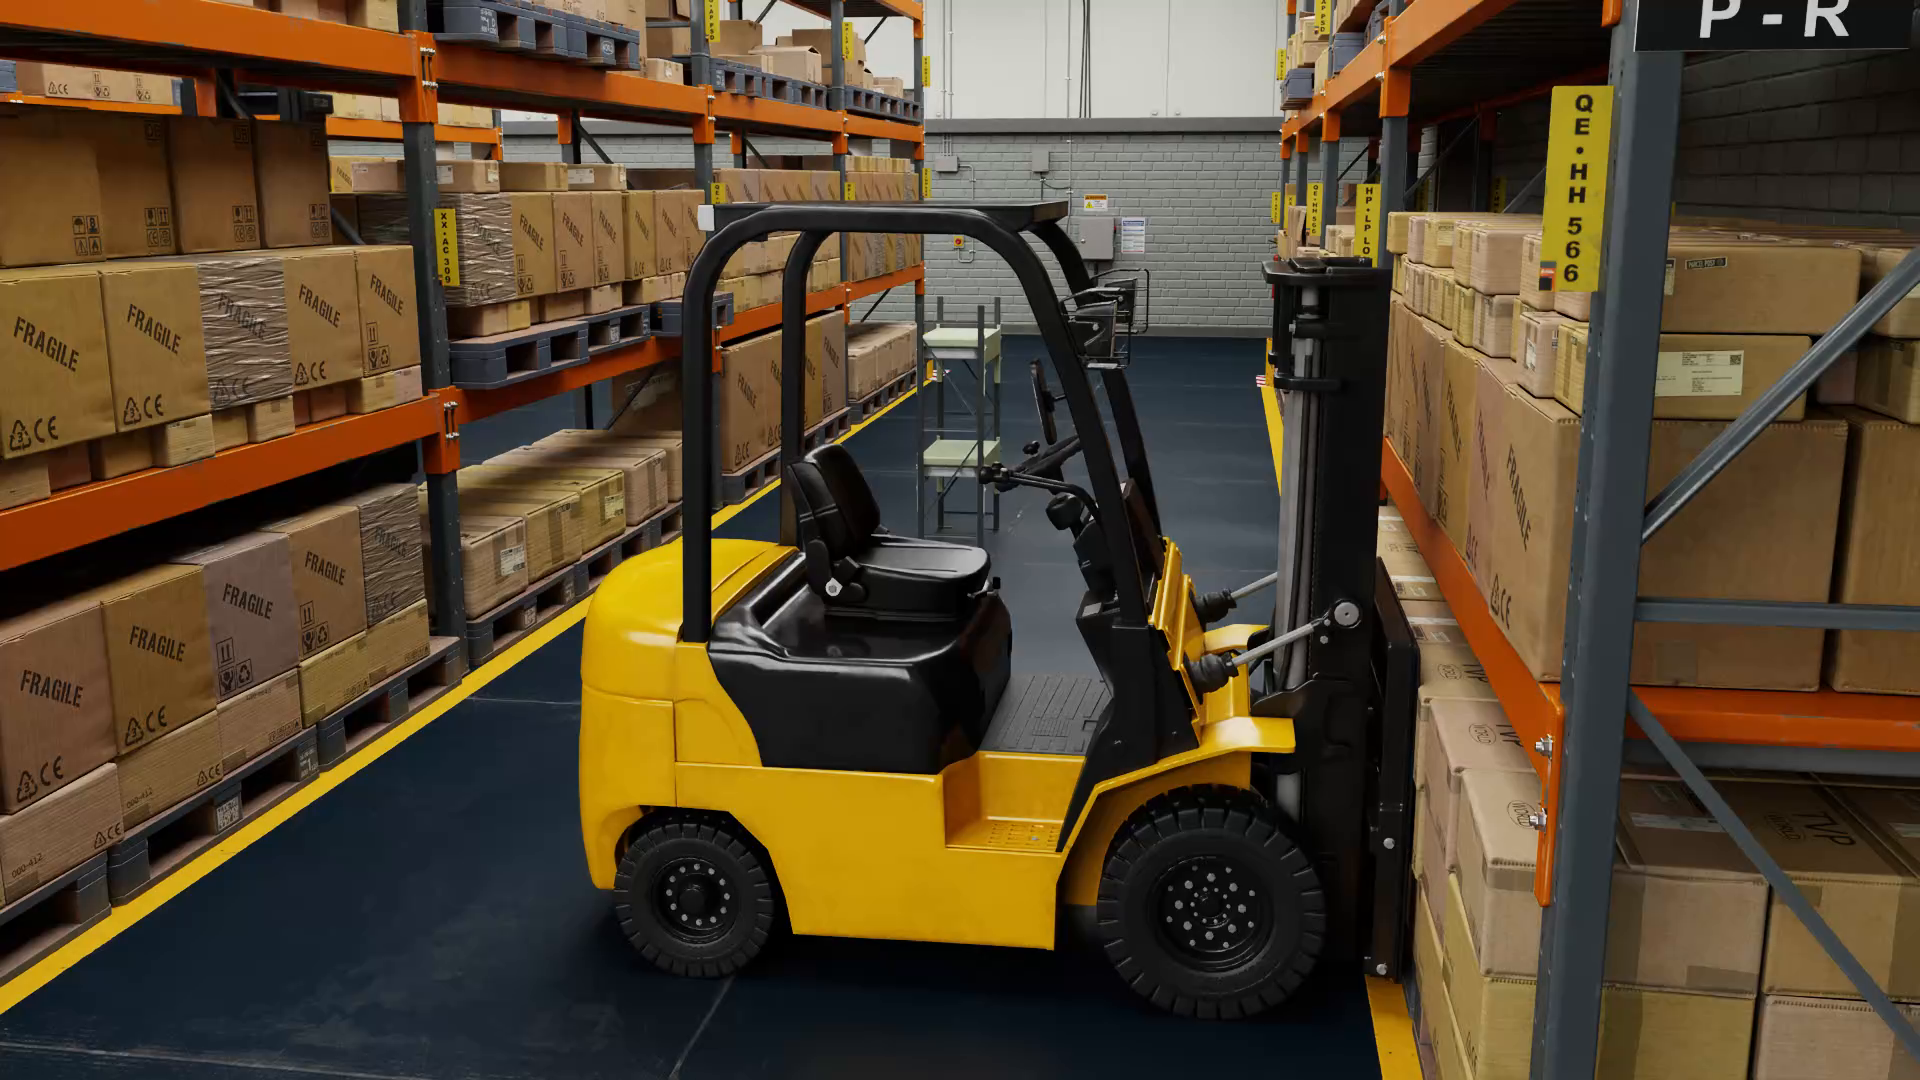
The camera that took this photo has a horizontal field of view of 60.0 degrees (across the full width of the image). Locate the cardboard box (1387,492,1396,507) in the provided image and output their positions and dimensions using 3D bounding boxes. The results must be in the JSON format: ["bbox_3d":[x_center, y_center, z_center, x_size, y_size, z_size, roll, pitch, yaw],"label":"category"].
[{"bbox_3d":[2.217,0.150,7.316,0.875,0.625,0.625,2,12,11],"label":"cardboard box"}]

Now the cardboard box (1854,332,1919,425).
[{"bbox_3d":[1.841,-0.292,2.951,0.380,0.149,0.250,2,12,7],"label":"cardboard box"}]

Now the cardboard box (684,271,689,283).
[{"bbox_3d":[-1.930,-1.638,10.572,0.380,0.149,0.250,2,12,10],"label":"cardboard box"}]

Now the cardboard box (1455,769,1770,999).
[{"bbox_3d":[1.295,0.680,3.373,0.500,0.250,0.500,2,12,11],"label":"cardboard box"}]

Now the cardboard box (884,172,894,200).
[{"bbox_3d":[-0.960,-3.467,16.849,0.500,0.500,0.500,2,12,8],"label":"cardboard box"}]

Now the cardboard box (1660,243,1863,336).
[{"bbox_3d":[1.380,-0.457,3.009,0.380,0.149,0.250,2,12,9],"label":"cardboard box"}]

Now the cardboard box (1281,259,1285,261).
[{"bbox_3d":[3.425,-2.746,16.709,0.380,0.149,0.250,2,12,7],"label":"cardboard box"}]

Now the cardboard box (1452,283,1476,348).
[{"bbox_3d":[1.482,-0.579,4.282,0.380,0.149,0.250,2,12,9],"label":"cardboard box"}]

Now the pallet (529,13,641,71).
[{"bbox_3d":[-2.401,-2.572,8.634,1.213,0.211,1.003,2,12,9],"label":"pallet"}]

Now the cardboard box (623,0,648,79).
[{"bbox_3d":[-2.298,-3.007,9.971,0.700,0.500,0.500,2,12,9],"label":"cardboard box"}]

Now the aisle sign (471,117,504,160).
[{"bbox_3d":[-5.511,-4.770,19.337,0.394,0.787,0.004,2,12,9],"label":"aisle sign"}]

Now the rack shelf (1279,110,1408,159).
[{"bbox_3d":[3.686,-3.893,16.024,1.077,0.370,4.000,2,12,9],"label":"rack shelf"}]

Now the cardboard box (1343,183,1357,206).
[{"bbox_3d":[3.870,-3.102,15.636,0.500,0.500,0.500,2,12,7],"label":"cardboard box"}]

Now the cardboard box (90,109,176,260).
[{"bbox_3d":[-3.243,-1.246,5.837,0.700,0.500,0.500,2,12,7],"label":"cardboard box"}]

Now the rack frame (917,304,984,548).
[{"bbox_3d":[-0.057,-0.656,9.975,0.400,1.500,0.023,2,12,9],"label":"rack frame"}]

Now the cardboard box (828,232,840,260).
[{"bbox_3d":[-1.354,-2.593,14.576,0.500,0.250,0.500,2,12,9],"label":"cardboard box"}]

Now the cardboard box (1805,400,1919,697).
[{"bbox_3d":[1.883,-0.007,3.167,0.500,0.500,0.500,2,12,10],"label":"cardboard box"}]

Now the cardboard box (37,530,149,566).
[{"bbox_3d":[-3.267,0.250,5.965,0.500,0.500,0.500,3,12,12],"label":"cardboard box"}]

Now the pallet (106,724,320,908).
[{"bbox_3d":[-3.011,0.902,5.805,1.003,0.211,1.213,2,12,9],"label":"pallet"}]

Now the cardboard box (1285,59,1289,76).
[{"bbox_3d":[3.580,-4.788,16.932,0.500,0.250,0.500,2,12,8],"label":"cardboard box"}]

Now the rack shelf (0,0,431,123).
[{"bbox_3d":[-3.065,-1.555,5.175,1.077,0.370,4.000,2,12,9],"label":"rack shelf"}]

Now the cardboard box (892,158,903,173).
[{"bbox_3d":[-0.820,-3.967,17.630,0.380,0.149,0.250,2,12,10],"label":"cardboard box"}]

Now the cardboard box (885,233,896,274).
[{"bbox_3d":[-0.952,-2.975,16.941,0.500,0.500,0.500,2,12,10],"label":"cardboard box"}]

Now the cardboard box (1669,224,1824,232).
[{"bbox_3d":[2.062,-0.759,4.413,0.380,0.149,0.250,2,12,9],"label":"cardboard box"}]

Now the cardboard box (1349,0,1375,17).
[{"bbox_3d":[2.254,-2.944,8.441,0.500,0.500,0.500,2,12,10],"label":"cardboard box"}]

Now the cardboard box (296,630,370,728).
[{"bbox_3d":[-2.655,0.525,6.466,0.500,0.250,0.500,2,12,7],"label":"cardboard box"}]

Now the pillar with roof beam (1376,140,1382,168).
[{"bbox_3d":[1.045,-6.799,20.680,9.100,9.000,0.400,2,12,9],"label":"pillar with roof beam"}]

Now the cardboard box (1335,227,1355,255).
[{"bbox_3d":[2.369,-1.728,9.616,0.380,0.149,0.250,2,12,10],"label":"cardboard box"}]

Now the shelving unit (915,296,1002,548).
[{"bbox_3d":[-0.001,-0.732,10.329,0.431,1.500,0.755,2,12,9],"label":"shelving unit"}]

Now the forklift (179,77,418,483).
[{"bbox_3d":[-4.832,-1.593,10.930,1.130,2.935,3.031,2,12,9],"label":"forklift"}]

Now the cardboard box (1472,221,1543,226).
[{"bbox_3d":[1.665,-0.828,4.732,0.380,0.149,0.250,2,12,9],"label":"cardboard box"}]

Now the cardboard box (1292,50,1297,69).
[{"bbox_3d":[2.800,-3.752,13.023,0.380,0.149,0.250,2,12,9],"label":"cardboard box"}]

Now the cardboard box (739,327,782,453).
[{"bbox_3d":[-1.812,-1.182,12.906,0.875,0.875,0.875,2,12,9],"label":"cardboard box"}]

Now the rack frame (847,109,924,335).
[{"bbox_3d":[-0.912,-3.354,18.939,1.000,3.000,0.127,2,12,9],"label":"rack frame"}]

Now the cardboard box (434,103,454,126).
[{"bbox_3d":[-5.788,-4.574,17.835,0.500,0.250,0.500,2,12,11],"label":"cardboard box"}]

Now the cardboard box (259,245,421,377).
[{"bbox_3d":[-2.580,-0.950,6.839,0.500,0.500,0.500,2,12,7],"label":"cardboard box"}]

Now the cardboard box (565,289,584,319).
[{"bbox_3d":[-2.224,-1.261,8.822,0.380,0.149,0.250,2,12,9],"label":"cardboard box"}]

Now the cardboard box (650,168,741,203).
[{"bbox_3d":[-1.825,-2.322,11.535,0.500,0.500,0.500,1,12,7],"label":"cardboard box"}]

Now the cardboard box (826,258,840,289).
[{"bbox_3d":[-1.347,-2.347,14.620,0.500,0.250,0.500,2,12,7],"label":"cardboard box"}]

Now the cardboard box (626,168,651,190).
[{"bbox_3d":[-2.321,-2.343,11.634,0.500,0.500,0.500,2,12,7],"label":"cardboard box"}]

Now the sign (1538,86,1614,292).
[{"bbox_3d":[0.999,-0.566,2.689,0.100,0.325,0.005,2,12,9],"label":"sign"}]

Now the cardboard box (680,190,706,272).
[{"bbox_3d":[-1.937,-1.985,10.644,0.500,0.500,0.500,2,12,7],"label":"cardboard box"}]

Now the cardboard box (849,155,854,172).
[{"bbox_3d":[-1.198,-3.488,15.407,0.380,0.149,0.250,2,12,9],"label":"cardboard box"}]

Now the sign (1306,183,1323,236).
[{"bbox_3d":[2.225,-2.072,10.427,0.100,0.325,0.005,2,12,9],"label":"sign"}]

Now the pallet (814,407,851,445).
[{"bbox_3d":[-1.571,-0.996,14.612,1.003,0.211,1.213,2,12,9],"label":"pallet"}]

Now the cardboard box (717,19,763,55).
[{"bbox_3d":[-1.949,-4.068,13.896,0.500,0.500,0.500,2,12,8],"label":"cardboard box"}]

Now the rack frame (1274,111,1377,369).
[{"bbox_3d":[3.993,-3.194,18.196,1.000,3.000,0.127,2,12,9],"label":"rack frame"}]

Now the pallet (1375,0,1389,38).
[{"bbox_3d":[2.271,-2.253,7.163,0.805,0.209,1.217,1,12,6],"label":"pallet"}]

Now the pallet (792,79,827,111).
[{"bbox_3d":[-1.619,-3.702,13.886,0.805,0.209,1.217,1,12,6],"label":"pallet"}]

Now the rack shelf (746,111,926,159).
[{"bbox_3d":[-1.219,-4.053,16.767,1.077,0.370,4.000,2,12,9],"label":"rack shelf"}]

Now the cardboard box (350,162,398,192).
[{"bbox_3d":[-2.816,-1.820,8.341,0.380,0.149,0.250,2,12,7],"label":"cardboard box"}]

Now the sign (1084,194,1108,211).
[{"bbox_3d":[1.963,-4.879,24.053,0.339,0.242,0.001,2,12,9],"label":"sign"}]

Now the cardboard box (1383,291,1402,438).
[{"bbox_3d":[1.822,-0.661,6.205,0.500,0.500,0.500,2,12,7],"label":"cardboard box"}]

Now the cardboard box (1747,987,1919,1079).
[{"bbox_3d":[1.810,0.940,3.357,0.500,0.250,0.500,2,12,10],"label":"cardboard box"}]

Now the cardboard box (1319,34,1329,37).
[{"bbox_3d":[2.687,-3.561,11.481,0.380,0.149,0.250,2,12,7],"label":"cardboard box"}]

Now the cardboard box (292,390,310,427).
[{"bbox_3d":[-2.706,-0.502,6.297,0.380,0.149,0.250,2,12,8],"label":"cardboard box"}]

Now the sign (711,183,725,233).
[{"bbox_3d":[-1.604,-2.201,11.025,0.100,0.325,0.005,2,12,9],"label":"sign"}]
